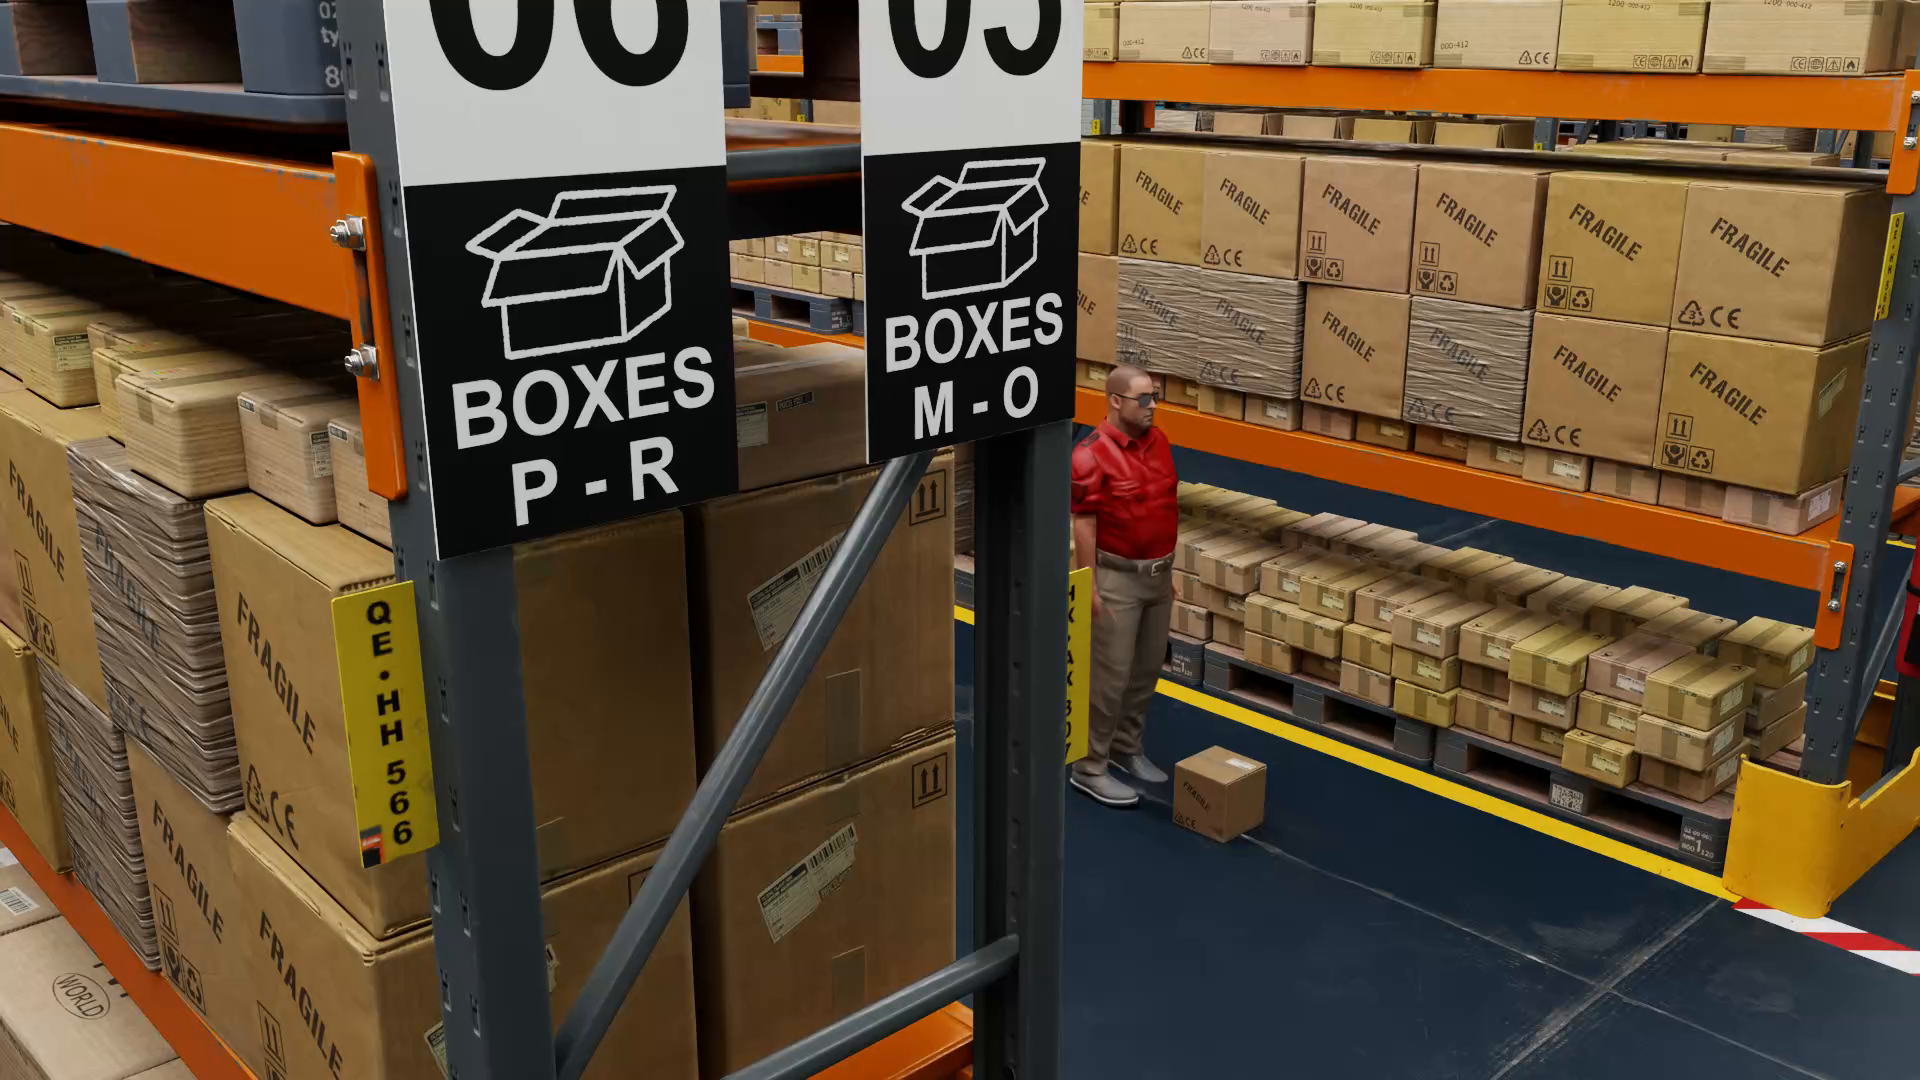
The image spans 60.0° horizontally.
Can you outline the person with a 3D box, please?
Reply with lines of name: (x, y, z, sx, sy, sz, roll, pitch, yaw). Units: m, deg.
person: (0.669, 0.187, 6.540, 0.526, 1.757, 0.380, -15, 23, -40)
